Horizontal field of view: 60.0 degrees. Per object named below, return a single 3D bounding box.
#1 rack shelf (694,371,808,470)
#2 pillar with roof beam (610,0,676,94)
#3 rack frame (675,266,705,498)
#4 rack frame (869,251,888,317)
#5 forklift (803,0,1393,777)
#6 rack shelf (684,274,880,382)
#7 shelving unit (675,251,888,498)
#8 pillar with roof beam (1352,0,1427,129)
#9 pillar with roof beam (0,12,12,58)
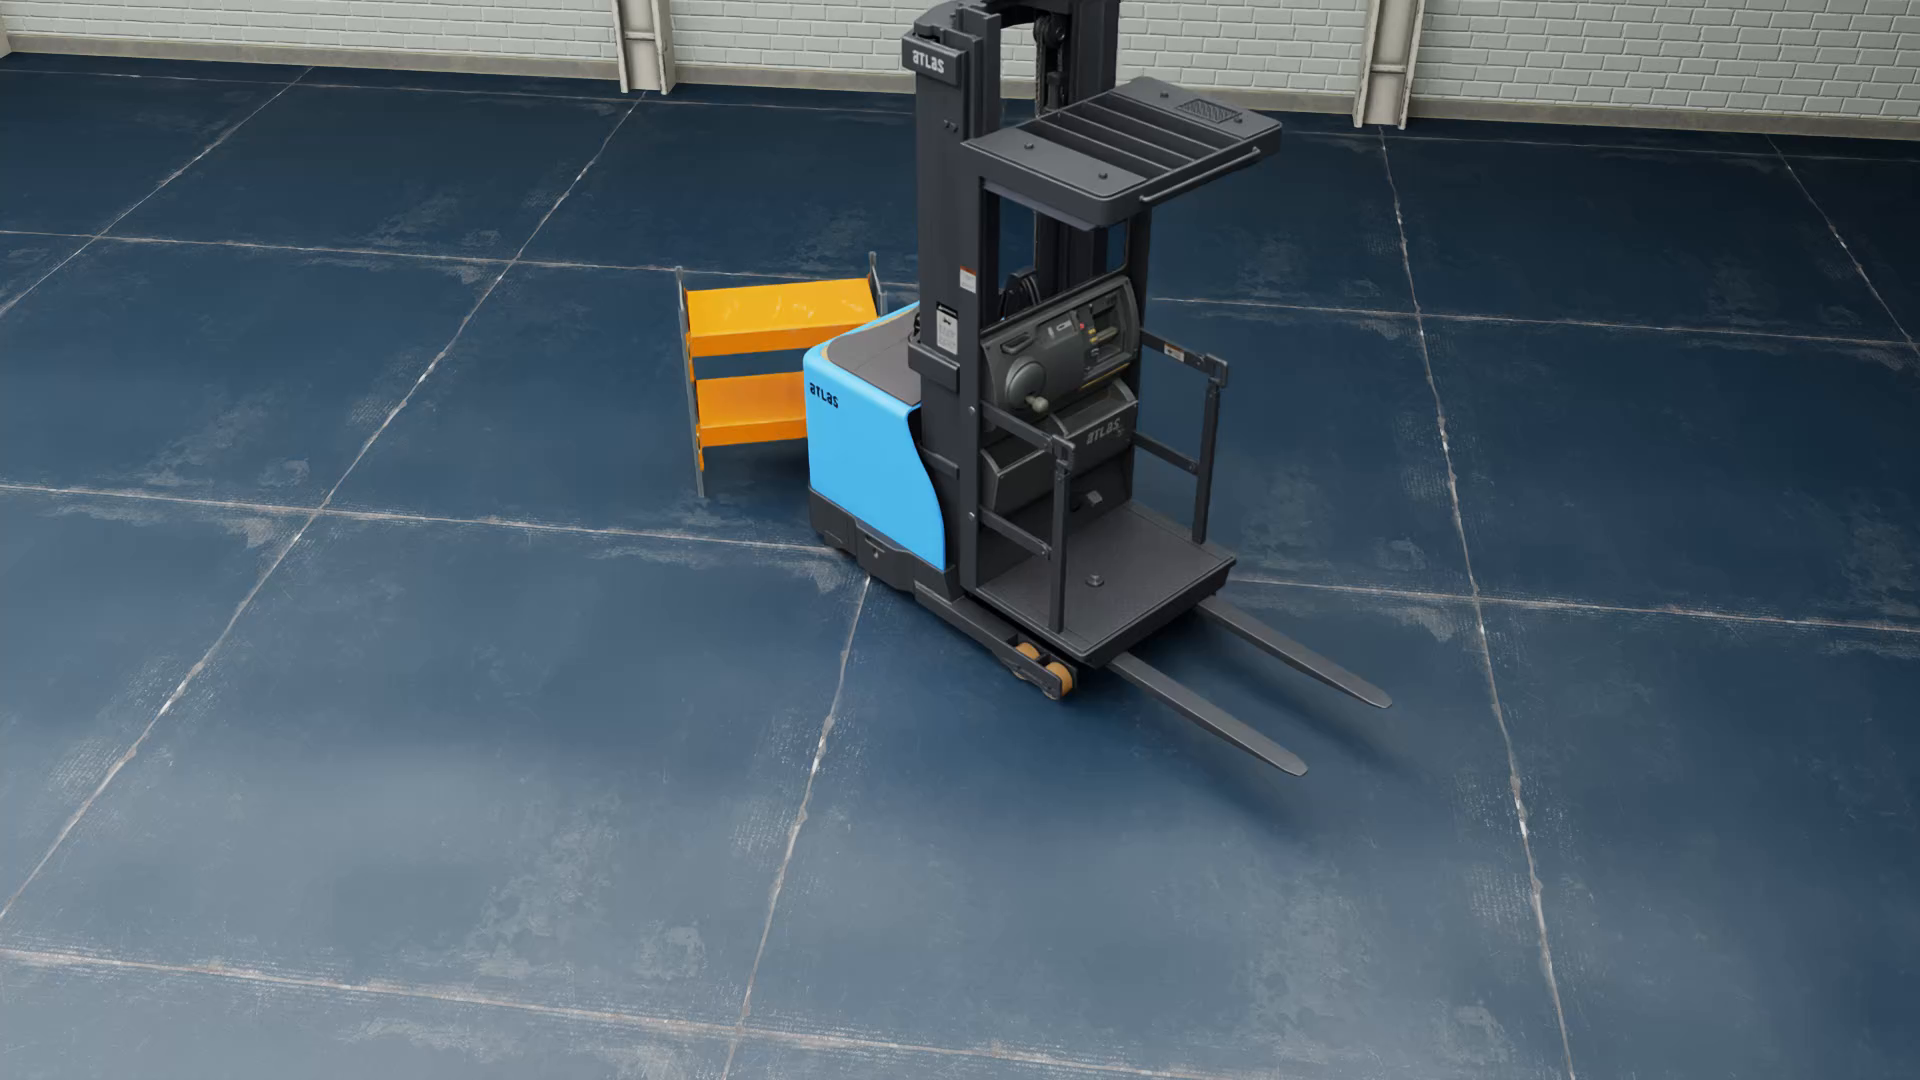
[{"bbox_3d":[-0.927,-0.679,9.010,1.000,0.278,0.538,-6,36,-8],"label":"rack shelf"},{"bbox_3d":[-3.150,-4.979,7.837,0.400,9.000,9.100,4,36,6],"label":"pillar with roof beam"},{"bbox_3d":[-1.428,-0.828,8.799,0.032,1.125,0.500,-6,36,-8],"label":"rack frame"},{"bbox_3d":[-0.425,-0.927,8.937,0.032,1.125,0.500,-6,36,-8],"label":"rack frame"},{"bbox_3d":[0.602,-0.806,7.214,1.130,2.935,3.031,-29,45,-34],"label":"forklift"},{"bbox_3d":[-0.927,-1.116,8.698,1.000,0.278,0.538,-6,36,-8],"label":"rack shelf"},{"bbox_3d":[-0.927,-0.878,8.868,1.048,1.125,0.538,-6,36,-8],"label":"shelving unit"},{"bbox_3d":[2.802,-4.535,7.215,0.400,9.000,9.100,4,36,6],"label":"pillar with roof beam"},{"bbox_3d":[-9.101,-5.423,8.459,0.400,9.000,9.100,4,36,6],"label":"pillar with roof beam"}]
